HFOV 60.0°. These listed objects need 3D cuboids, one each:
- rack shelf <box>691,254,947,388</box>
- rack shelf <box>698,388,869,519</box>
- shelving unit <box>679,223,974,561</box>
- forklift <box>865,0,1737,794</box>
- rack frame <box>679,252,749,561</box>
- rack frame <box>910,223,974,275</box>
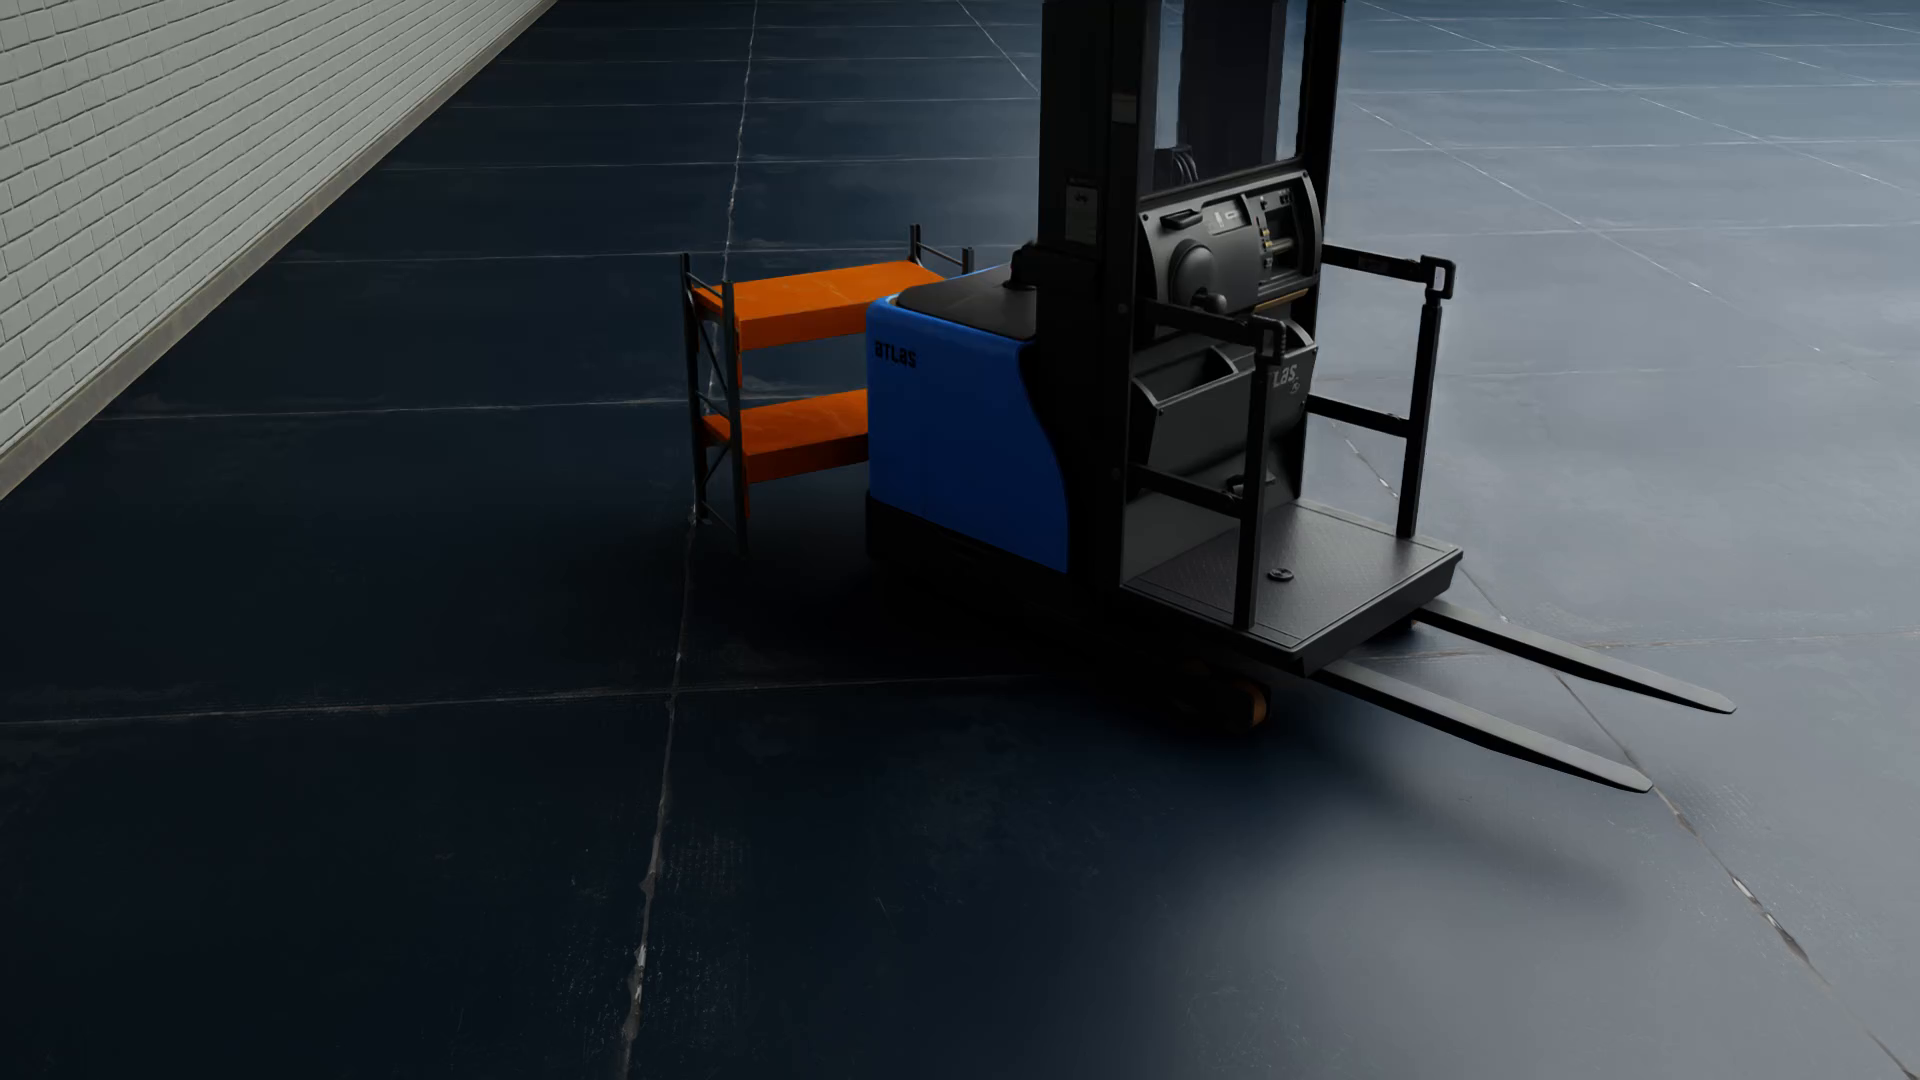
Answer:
[{"bbox_3d":[-0.522,-0.890,6.646,1.000,0.278,0.538,-13,27,-26],"label":"rack shelf"},{"bbox_3d":[-0.522,-0.399,6.865,1.000,0.278,0.538,-13,27,-26],"label":"rack shelf"},{"bbox_3d":[-0.522,-0.622,6.765,1.048,1.125,0.538,-13,27,-26],"label":"shelving unit"},{"bbox_3d":[1.047,-0.958,5.297,3.031,2.935,1.130,21,32,39],"label":"forklift"},{"bbox_3d":[-0.968,-0.523,6.542,0.032,1.125,0.500,-13,27,-26],"label":"rack frame"},{"bbox_3d":[-0.076,-0.722,6.988,0.032,1.125,0.500,-13,27,-26],"label":"rack frame"}]
